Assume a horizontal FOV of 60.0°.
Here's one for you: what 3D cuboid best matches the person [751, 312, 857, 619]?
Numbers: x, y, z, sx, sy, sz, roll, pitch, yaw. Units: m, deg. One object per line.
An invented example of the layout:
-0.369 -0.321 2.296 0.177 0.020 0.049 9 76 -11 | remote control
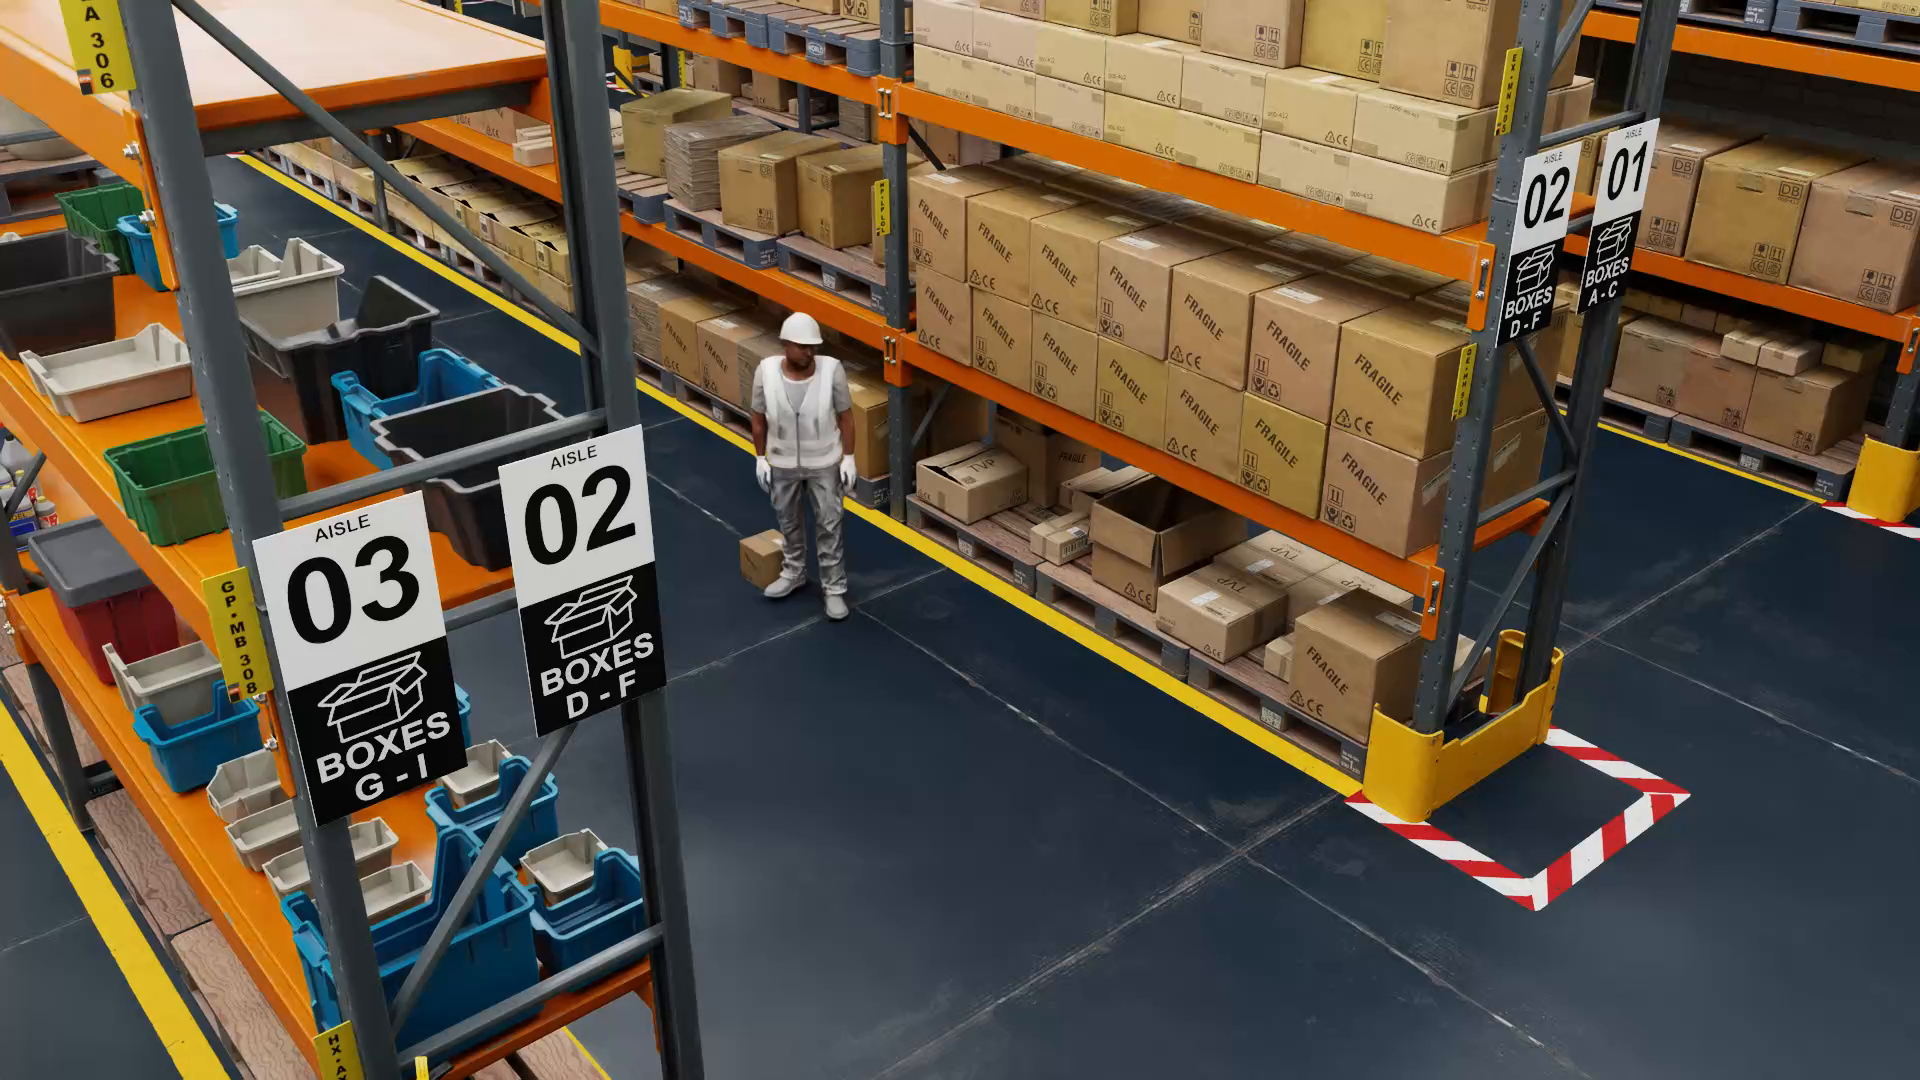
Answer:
-0.876 -0.433 9.370 0.584 1.785 0.485 2 28 5 | person
